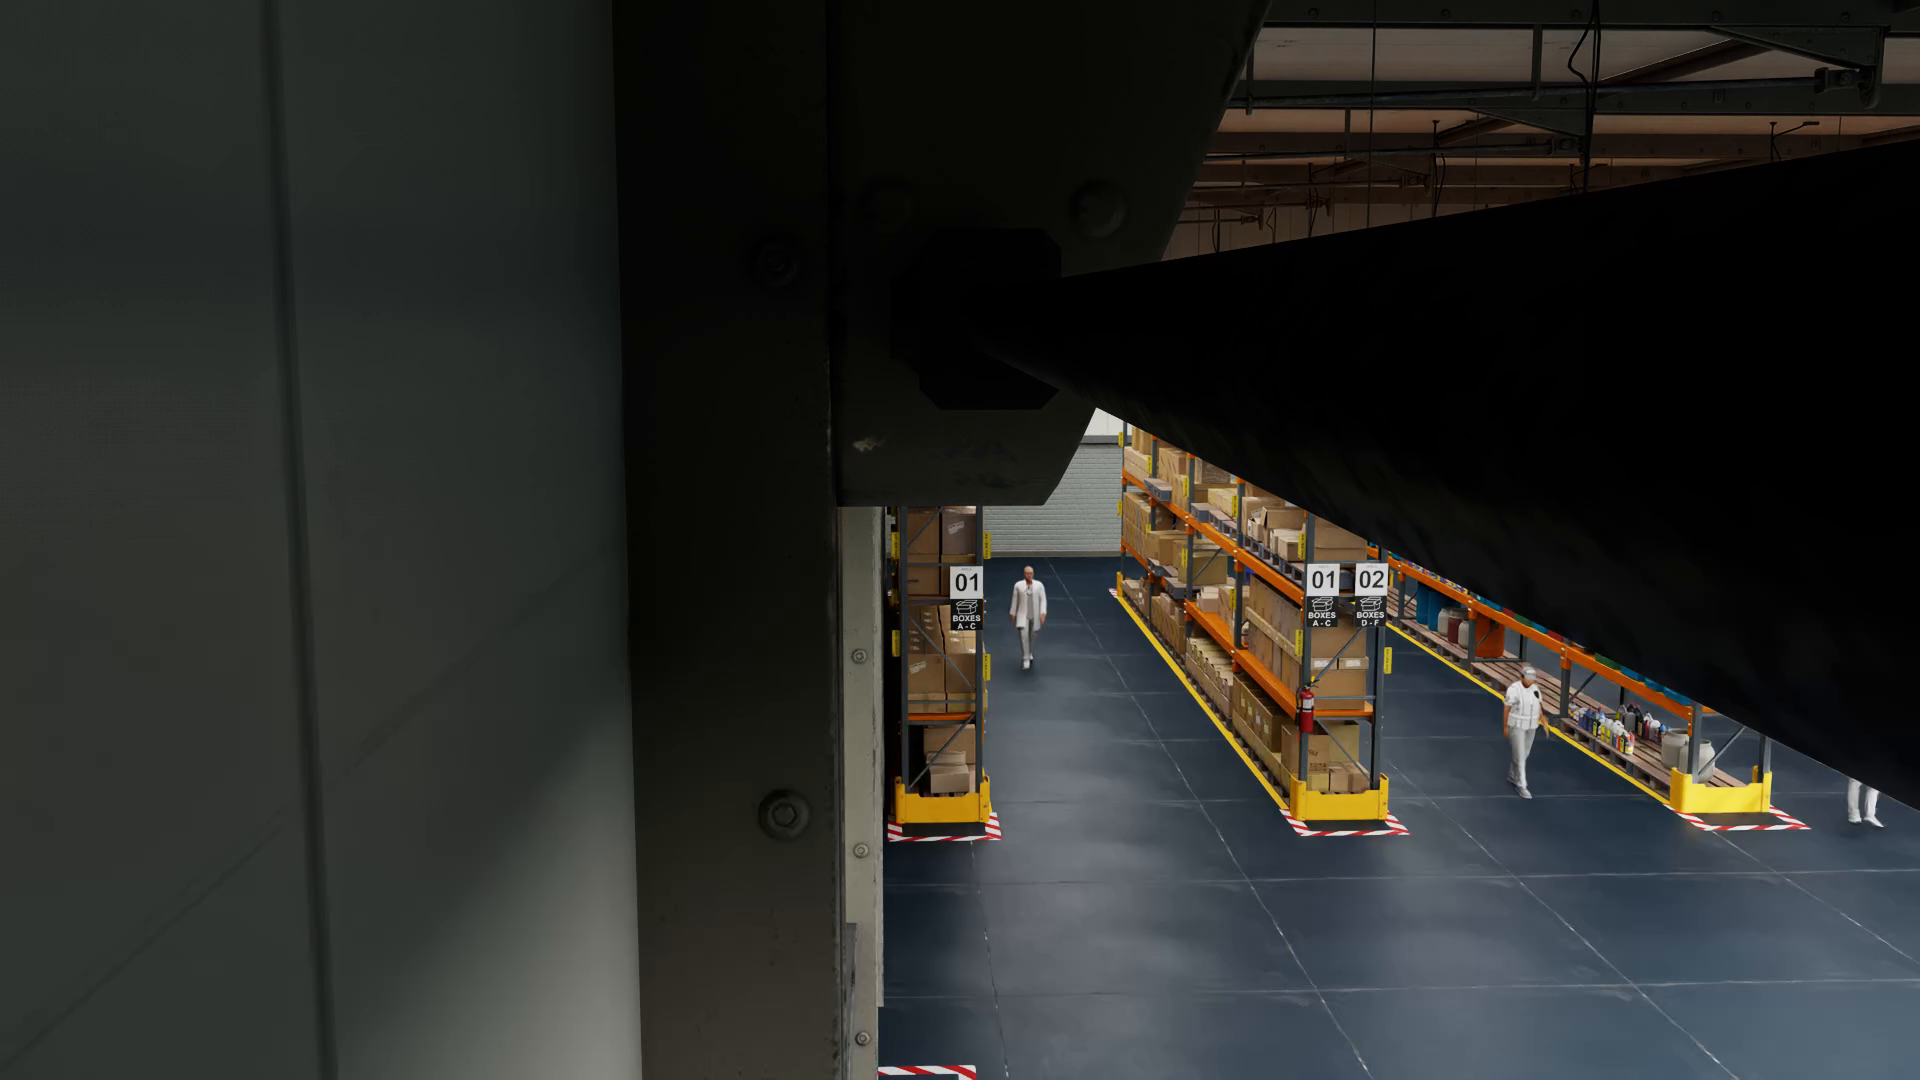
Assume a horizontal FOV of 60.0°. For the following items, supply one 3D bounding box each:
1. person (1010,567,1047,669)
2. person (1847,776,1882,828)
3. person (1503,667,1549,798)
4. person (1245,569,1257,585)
[{"bbox_3d":[1.234,1.336,29.327,0.609,1.717,1.114,-2,8,-11],"label":"person"},{"bbox_3d":[11.069,2.673,20.391,0.541,1.704,0.410,6,10,37],"label":"person"},{"bbox_3d":[7.395,2.471,21.763,0.529,1.674,0.678,-3,8,-19],"label":"person"},{"bbox_3d":[5.717,1.078,31.944,0.617,1.568,0.734,1,8,6],"label":"person"}]
